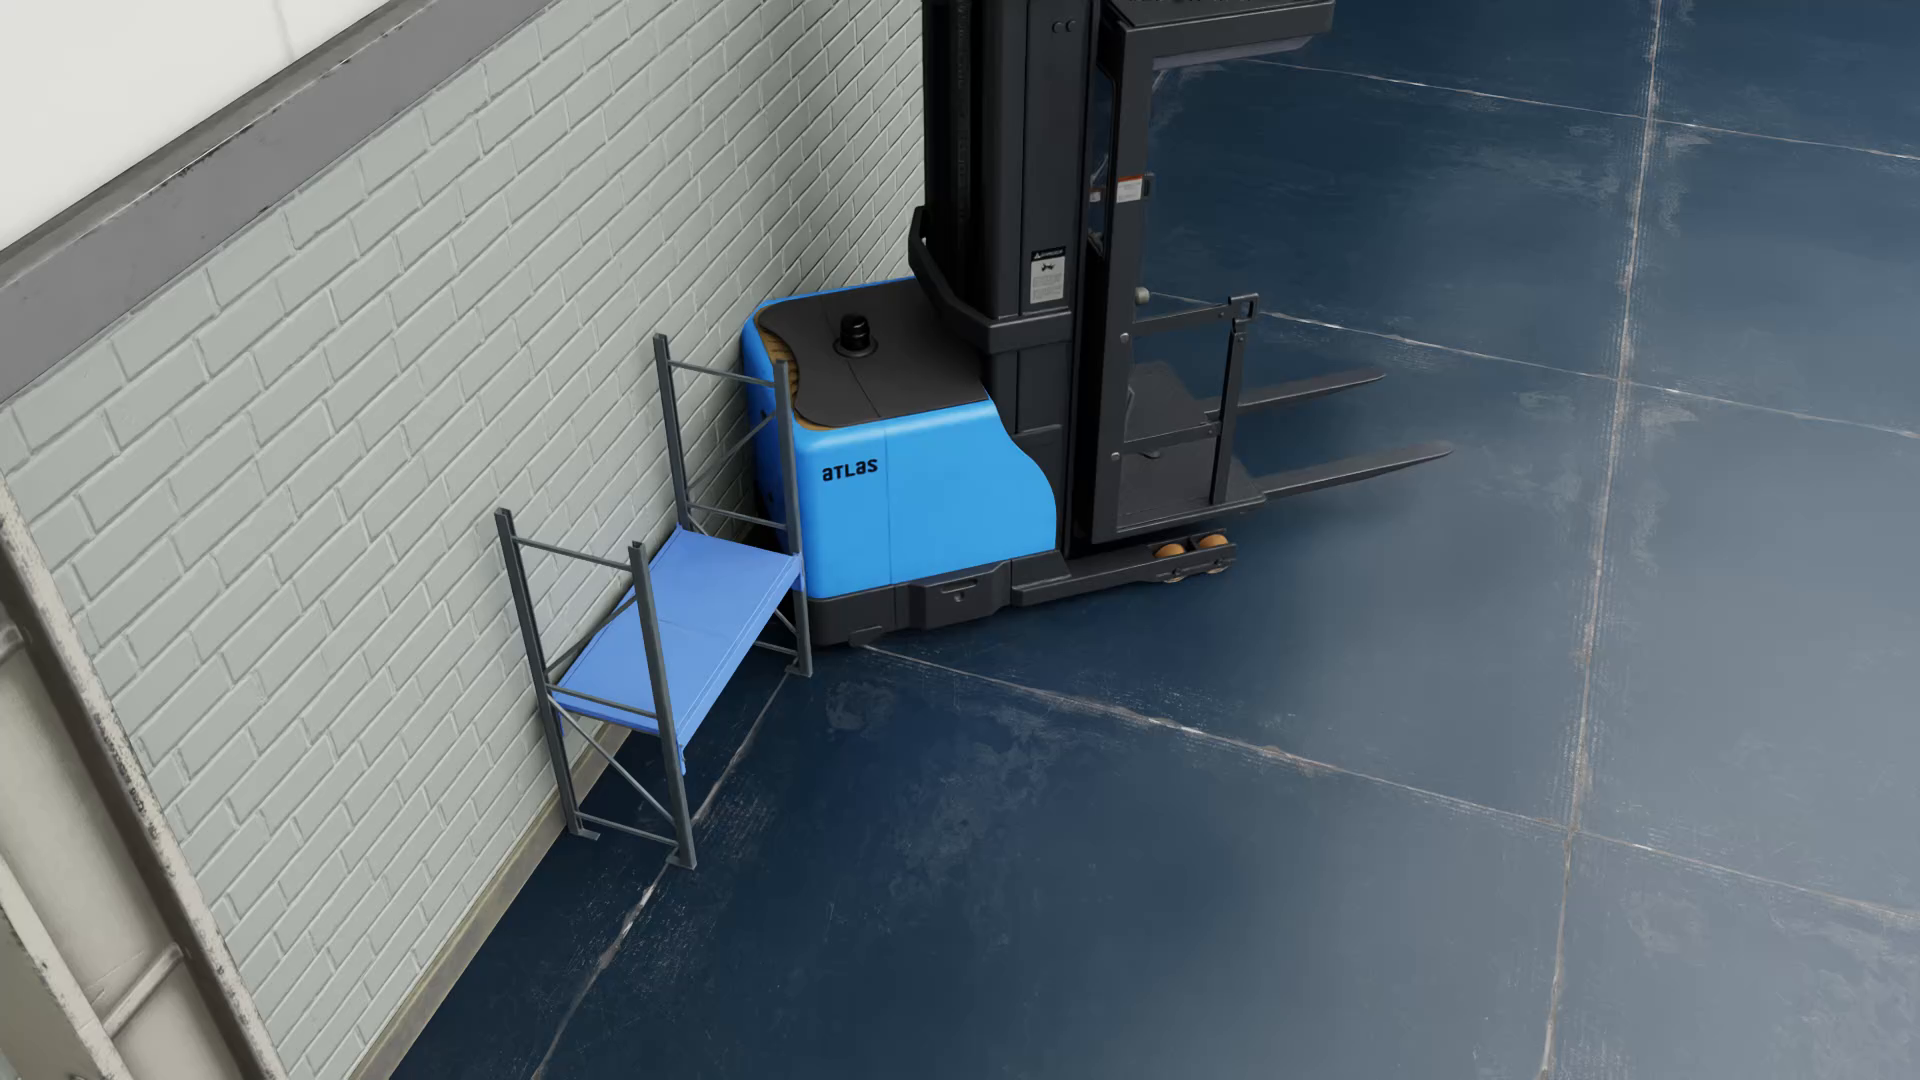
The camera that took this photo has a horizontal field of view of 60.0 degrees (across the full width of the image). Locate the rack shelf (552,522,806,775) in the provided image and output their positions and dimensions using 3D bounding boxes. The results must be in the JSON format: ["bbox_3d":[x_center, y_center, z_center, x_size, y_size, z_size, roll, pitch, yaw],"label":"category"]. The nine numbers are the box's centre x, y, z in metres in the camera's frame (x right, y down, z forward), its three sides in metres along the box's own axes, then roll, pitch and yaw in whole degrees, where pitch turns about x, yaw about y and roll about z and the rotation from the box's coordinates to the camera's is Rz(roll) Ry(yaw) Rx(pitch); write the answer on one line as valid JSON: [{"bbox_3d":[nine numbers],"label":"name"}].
[{"bbox_3d":[-1.000,0.361,5.948,0.538,0.185,1.000,13,42,15],"label":"rack shelf"}]

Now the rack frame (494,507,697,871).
[{"bbox_3d":[-1.173,0.534,5.468,0.500,1.500,0.032,13,42,15],"label":"rack frame"}]

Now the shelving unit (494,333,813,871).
[{"bbox_3d":[-1.000,0.224,5.832,0.538,1.500,1.048,13,42,15],"label":"shelving unit"}]

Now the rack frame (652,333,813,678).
[{"bbox_3d":[-0.827,-0.086,6.195,0.500,1.500,0.032,13,42,15],"label":"rack frame"}]

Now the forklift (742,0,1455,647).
[{"bbox_3d":[0.657,-1.248,6.455,3.031,2.935,1.130,-12,42,-14],"label":"forklift"}]
